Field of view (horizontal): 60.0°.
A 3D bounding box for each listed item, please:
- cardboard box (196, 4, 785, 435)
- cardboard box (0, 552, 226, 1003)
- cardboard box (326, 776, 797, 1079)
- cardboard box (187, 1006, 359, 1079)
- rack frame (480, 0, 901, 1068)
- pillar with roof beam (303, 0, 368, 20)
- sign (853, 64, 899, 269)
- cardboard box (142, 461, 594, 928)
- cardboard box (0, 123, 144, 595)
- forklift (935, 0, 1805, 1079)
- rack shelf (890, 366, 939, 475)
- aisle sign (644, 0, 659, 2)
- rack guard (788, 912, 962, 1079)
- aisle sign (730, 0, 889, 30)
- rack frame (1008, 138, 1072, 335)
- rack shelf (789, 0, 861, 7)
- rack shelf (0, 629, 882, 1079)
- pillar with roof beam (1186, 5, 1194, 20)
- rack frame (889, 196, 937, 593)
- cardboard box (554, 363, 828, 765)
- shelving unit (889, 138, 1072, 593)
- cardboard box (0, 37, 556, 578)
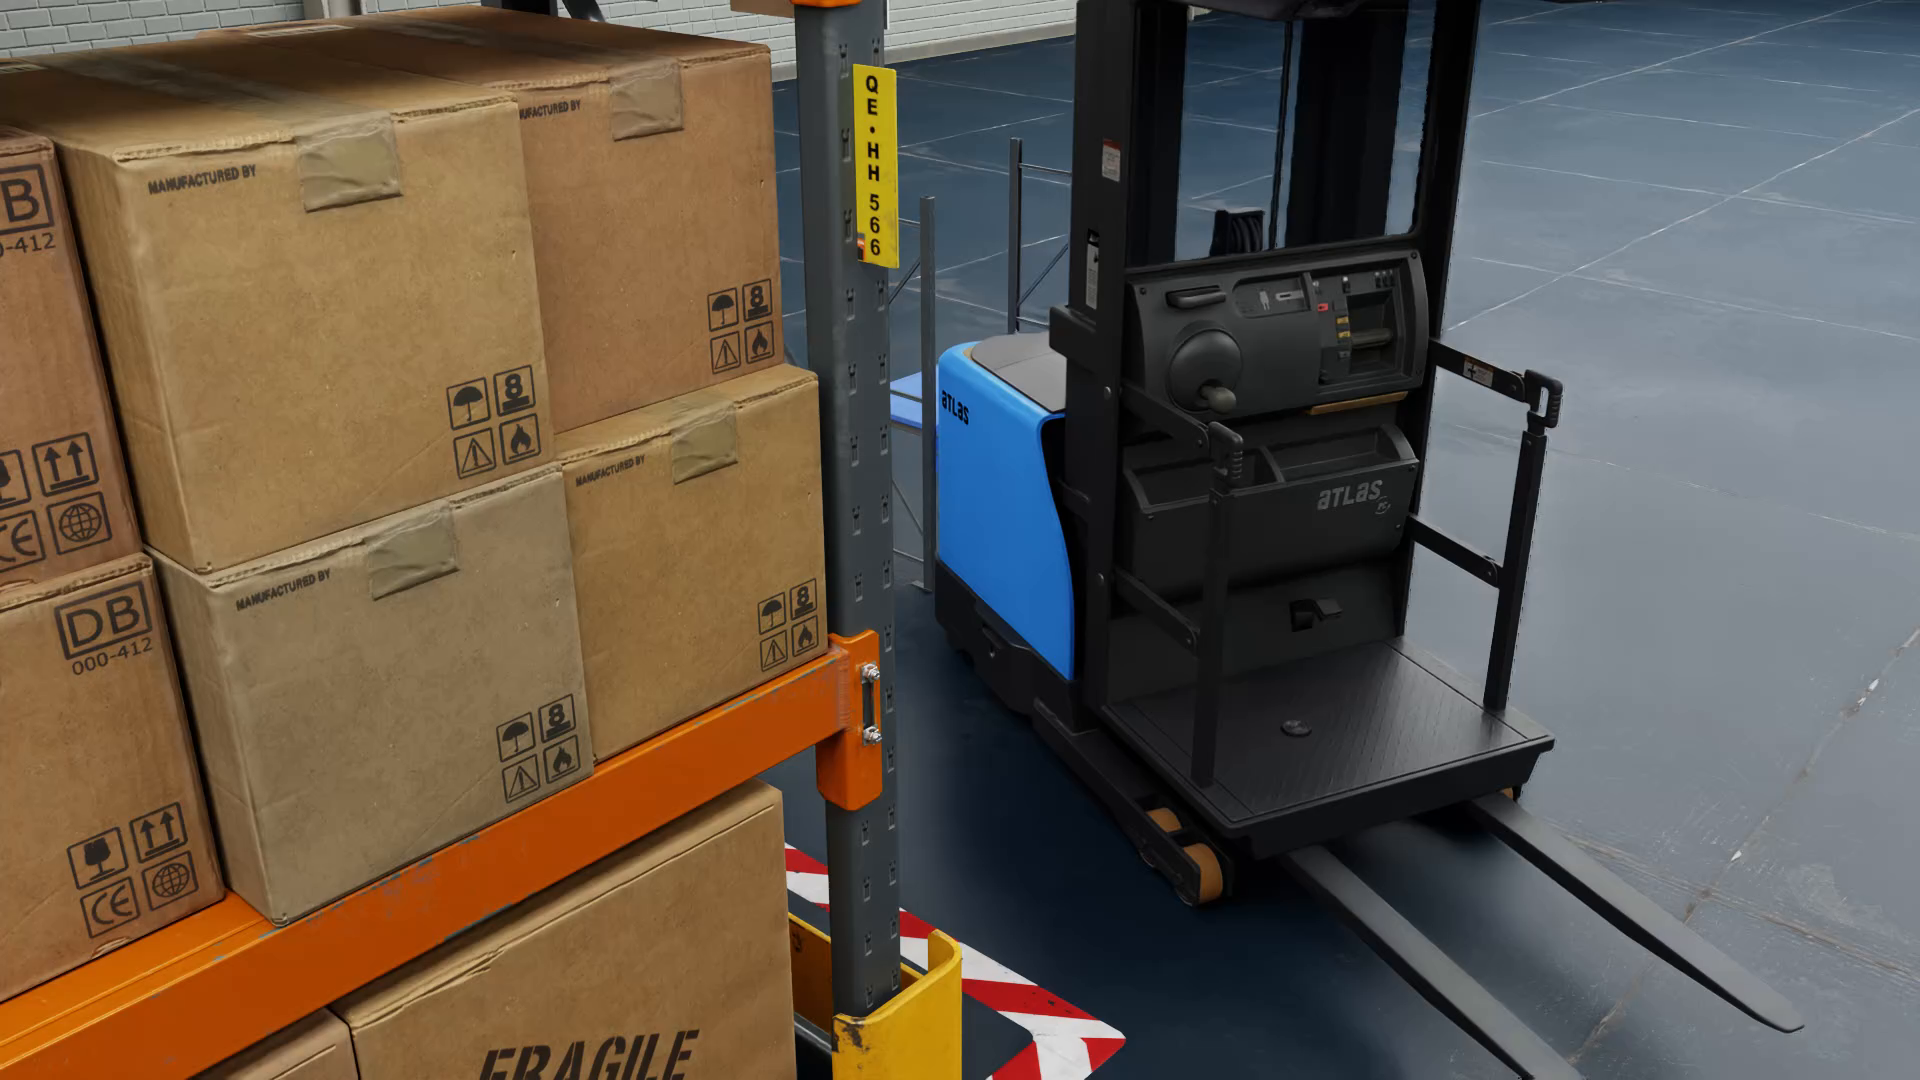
[{"bbox_3d":[-0.812,-0.591,2.898,0.875,0.550,0.550,20,31,38],"label":"cardboard box"},{"bbox_3d":[-1.568,0.235,2.376,0.875,0.550,0.550,20,31,38],"label":"cardboard box"},{"bbox_3d":[-0.939,0.871,3.226,0.875,0.875,0.875,20,31,38],"label":"cardboard box"},{"bbox_3d":[-1.525,1.139,2.626,0.875,0.875,0.875,20,31,37],"label":"cardboard box"},{"bbox_3d":[-0.536,-0.132,3.378,1.000,3.000,0.127,20,31,38],"label":"rack frame"},{"bbox_3d":[-1.914,-6.231,9.648,9.100,9.000,0.400,20,31,38],"label":"pillar with roof beam"},{"bbox_3d":[-0.141,-0.616,2.753,0.100,0.325,0.005,20,31,38],"label":"sign"},{"bbox_3d":[-1.100,0.099,2.680,0.875,0.550,0.550,20,31,38],"label":"cardboard box"},{"bbox_3d":[-1.586,-0.264,2.170,0.875,0.550,0.550,20,31,38],"label":"cardboard box"},{"bbox_3d":[0.982,-0.544,4.382,1.130,2.935,3.031,-11,26,-22],"label":"forklift"},{"bbox_3d":[0.057,-0.546,6.575,0.538,0.185,1.000,20,31,38],"label":"rack shelf"},{"bbox_3d":[-0.712,-1.422,3.077,0.394,0.787,0.004,20,31,38],"label":"aisle sign"},{"bbox_3d":[-0.520,1.001,3.906,1.175,0.500,0.348,20,31,38],"label":"rack guard"},{"bbox_3d":[-0.265,-1.258,2.712,0.394,0.787,0.004,20,31,38],"label":"aisle sign"},{"bbox_3d":[0.396,-0.865,6.847,0.500,1.500,0.032,20,31,38],"label":"rack frame"},{"bbox_3d":[-1.871,-0.563,1.552,1.077,0.370,4.000,20,31,38],"label":"rack shelf"},{"bbox_3d":[-1.871,0.806,2.166,1.077,0.370,4.000,20,31,38],"label":"rack shelf"},{"bbox_3d":[6.095,-9.887,17.802,9.100,9.000,0.400,20,31,38],"label":"pillar with roof beam"},{"bbox_3d":[-0.282,-0.555,6.156,0.500,1.500,0.032,20,31,38],"label":"rack frame"},{"bbox_3d":[-0.750,-0.075,3.068,0.875,0.550,0.550,20,31,38],"label":"cardboard box"},{"bbox_3d":[0.057,-0.710,6.501,0.538,1.500,1.048,20,31,38],"label":"shelving unit"},{"bbox_3d":[-1.111,-0.398,2.468,0.875,0.550,0.550,20,31,38],"label":"cardboard box"}]
